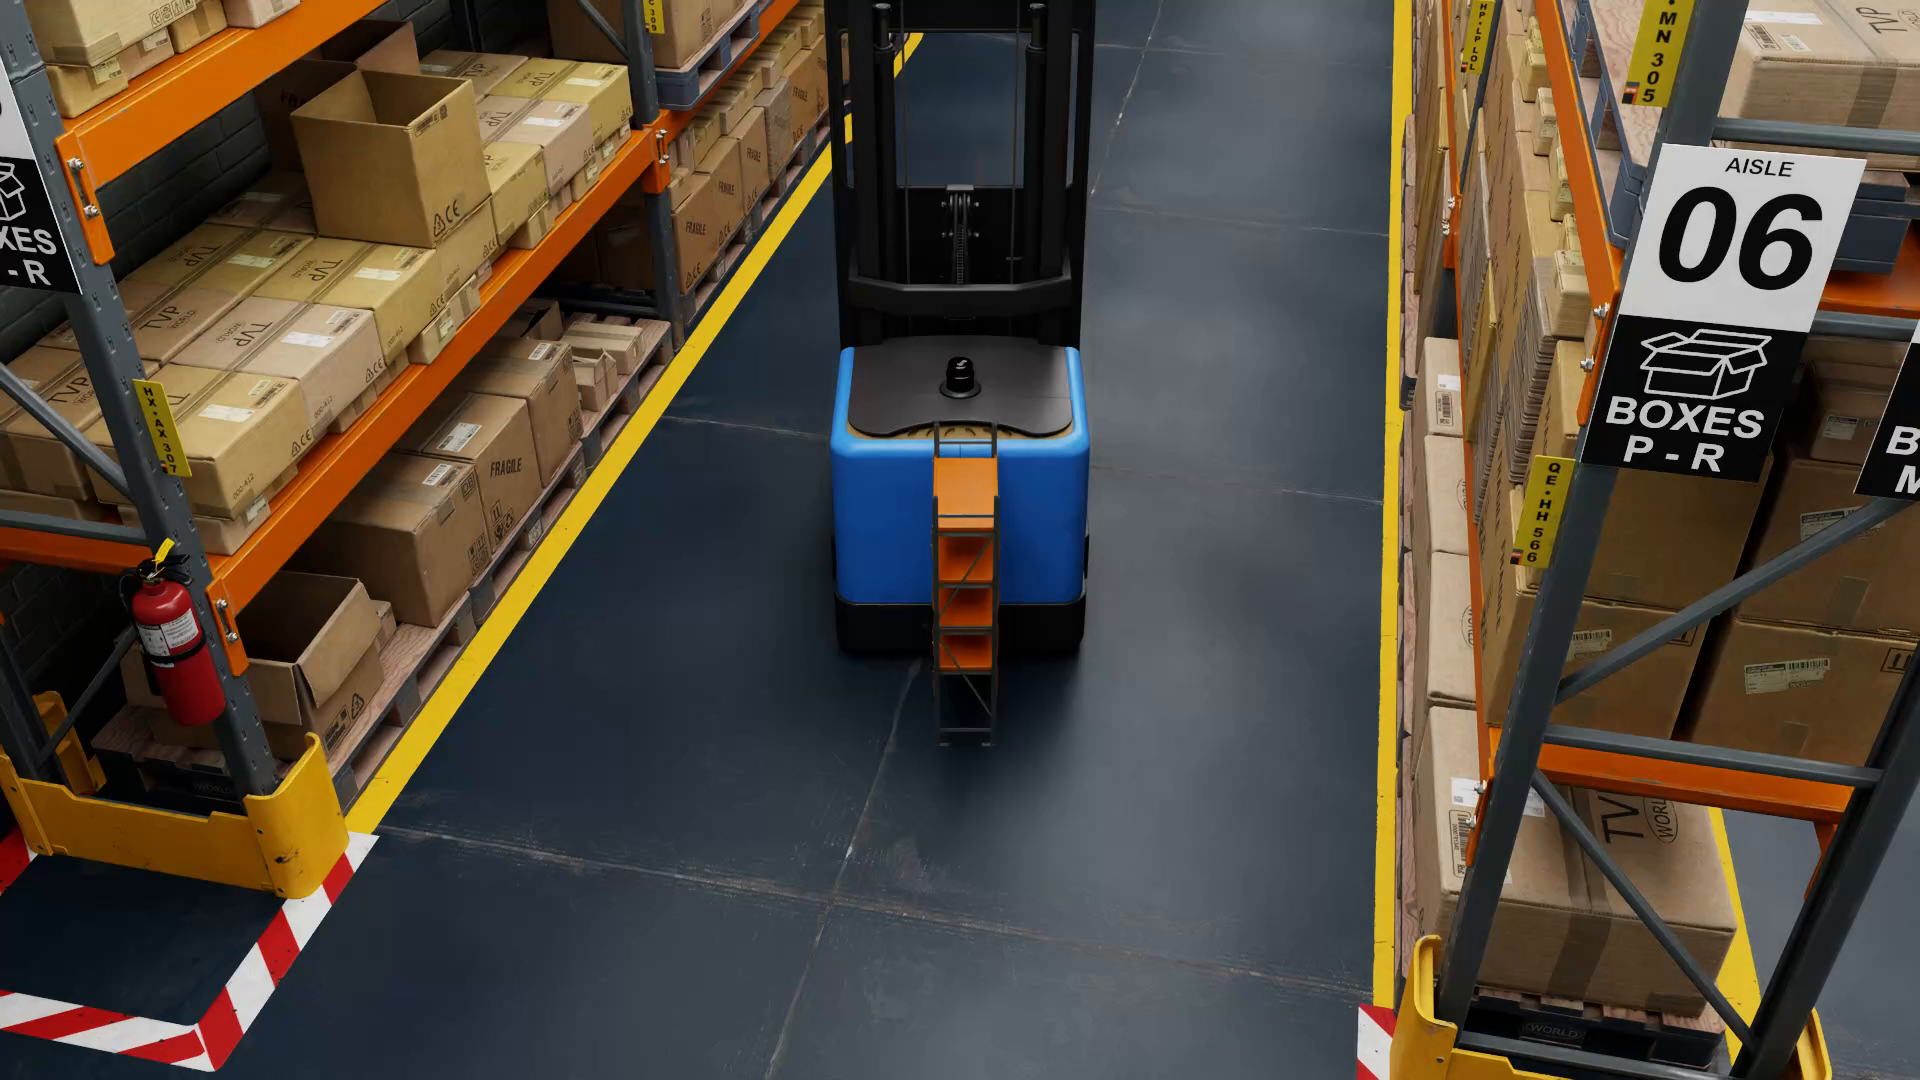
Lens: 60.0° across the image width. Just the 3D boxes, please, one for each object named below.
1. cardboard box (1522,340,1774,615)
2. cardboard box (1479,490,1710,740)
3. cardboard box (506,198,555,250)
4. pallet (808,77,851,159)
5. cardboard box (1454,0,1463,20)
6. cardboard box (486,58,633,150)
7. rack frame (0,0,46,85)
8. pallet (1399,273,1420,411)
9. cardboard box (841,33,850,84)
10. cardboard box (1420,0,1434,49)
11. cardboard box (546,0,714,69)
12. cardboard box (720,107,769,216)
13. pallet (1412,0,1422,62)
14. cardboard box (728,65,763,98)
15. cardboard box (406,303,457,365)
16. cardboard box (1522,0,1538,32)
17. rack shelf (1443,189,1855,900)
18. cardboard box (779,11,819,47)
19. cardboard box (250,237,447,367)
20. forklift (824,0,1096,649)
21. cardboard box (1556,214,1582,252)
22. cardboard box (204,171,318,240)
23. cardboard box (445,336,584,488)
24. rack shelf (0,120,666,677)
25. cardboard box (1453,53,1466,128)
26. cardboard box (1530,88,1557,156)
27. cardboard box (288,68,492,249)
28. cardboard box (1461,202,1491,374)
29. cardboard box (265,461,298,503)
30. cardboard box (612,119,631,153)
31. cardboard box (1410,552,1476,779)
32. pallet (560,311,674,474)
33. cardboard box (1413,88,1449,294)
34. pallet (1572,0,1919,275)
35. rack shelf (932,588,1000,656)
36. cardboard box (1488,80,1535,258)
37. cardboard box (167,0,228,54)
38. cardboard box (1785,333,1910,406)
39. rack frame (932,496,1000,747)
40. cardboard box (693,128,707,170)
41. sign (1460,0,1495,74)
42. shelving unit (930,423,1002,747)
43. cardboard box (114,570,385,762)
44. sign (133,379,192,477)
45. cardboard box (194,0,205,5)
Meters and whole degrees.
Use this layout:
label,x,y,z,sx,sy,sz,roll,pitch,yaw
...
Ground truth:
label,x,y,z,sx,sy,sz,roll,pitch,yaw
cardboard box,1.834,-0.177,4.501,0.500,0.500,0.500,8,37,12
cardboard box,1.808,0.225,4.799,0.500,0.500,0.500,8,37,10
cardboard box,-2.029,-1.421,7.369,0.380,0.149,0.250,7,36,9
pallet,-1.374,-3.079,11.819,1.003,0.211,1.213,7,37,10
cardboard box,2.972,-3.024,9.068,0.500,0.250,0.500,8,37,11
cardboard box,-1.902,-2.076,7.932,0.500,0.250,0.500,8,37,11
rack frame,-2.886,-2.474,3.496,1.000,3.000,0.127,7,37,10
pallet,2.909,-1.041,9.007,1.003,0.211,1.213,7,37,10
cardboard box,-1.058,-3.520,11.823,0.500,0.500,0.500,8,37,11
cardboard box,3.953,-3.864,12.407,0.950,0.372,0.625,7,36,9
cardboard box,-1.710,-2.798,8.612,0.700,0.500,0.500,8,37,11
cardboard box,-1.494,-2.338,10.191,0.500,0.500,0.500,6,36,9
pallet,4.103,-4.028,13.127,1.003,0.211,1.213,7,37,10
cardboard box,-1.448,-2.846,10.340,0.380,0.149,0.250,7,37,10
cardboard box,-2.224,-0.830,6.553,0.380,0.149,0.250,6,36,9
cardboard box,2.458,-2.129,6.641,0.380,0.149,0.250,8,37,11
rack shelf,2.391,-0.280,6.194,1.077,0.370,4.000,7,37,10
cardboard box,-1.163,-3.431,11.148,0.380,0.149,0.250,6,36,8
cardboard box,-2.314,-0.911,6.326,0.500,0.250,0.500,7,36,9
forklift,-0.001,-1.557,7.400,1.130,2.935,3.031,0,36,0
cardboard box,1.942,-0.810,4.822,0.380,0.149,0.250,8,37,11
cardboard box,-2.714,-1.280,6.835,0.500,0.250,0.500,7,37,10
cardboard box,-2.221,-0.622,7.825,0.700,0.500,0.500,6,36,8
rack shelf,-2.459,-0.901,7.049,1.077,0.370,4.000,7,37,10
cardboard box,2.777,-2.238,8.410,0.500,0.250,0.500,7,36,9
cardboard box,2.153,-1.407,5.645,0.380,0.149,0.250,7,37,10
cardboard box,-2.206,-1.495,6.492,0.500,0.500,0.500,8,37,11
cardboard box,2.238,-0.950,6.420,0.500,0.500,0.500,8,37,10
cardboard box,-2.539,-0.249,5.752,0.380,0.149,0.250,8,37,11
cardboard box,-1.853,-2.022,8.198,0.380,0.149,0.250,8,37,11
cardboard box,2.194,0.526,6.294,0.875,0.438,0.875,8,37,11
pallet,-2.180,-0.816,8.696,1.003,0.211,1.213,7,37,10
cardboard box,3.058,-1.912,9.285,0.875,0.875,0.875,8,37,11
pallet,2.112,-1.030,4.135,1.003,0.211,1.213,7,37,10
rack shelf,0.021,0.244,6.506,0.258,0.148,0.480,0,36,0
cardboard box,2.245,-1.340,6.106,0.500,0.500,0.500,8,37,11
cardboard box,-2.489,-1.610,5.074,0.380,0.149,0.250,7,37,10
cardboard box,2.296,-0.461,4.340,0.380,0.149,0.250,8,37,11
rack frame,0.021,0.332,6.269,0.240,1.200,0.015,0,36,0
cardboard box,-1.668,-2.248,9.516,0.380,0.149,0.250,6,36,8
sign,2.286,-2.218,7.334,0.100,0.325,0.005,7,37,10
shelving unit,0.021,0.189,6.467,0.258,1.200,0.503,0,36,0
cardboard box,-2.663,0.457,6.333,0.797,0.503,0.637,6,36,8
sign,-2.356,-0.328,4.909,0.100,0.325,0.005,7,37,10
cardboard box,-2.436,-1.834,5.042,0.500,0.250,0.500,8,37,11
